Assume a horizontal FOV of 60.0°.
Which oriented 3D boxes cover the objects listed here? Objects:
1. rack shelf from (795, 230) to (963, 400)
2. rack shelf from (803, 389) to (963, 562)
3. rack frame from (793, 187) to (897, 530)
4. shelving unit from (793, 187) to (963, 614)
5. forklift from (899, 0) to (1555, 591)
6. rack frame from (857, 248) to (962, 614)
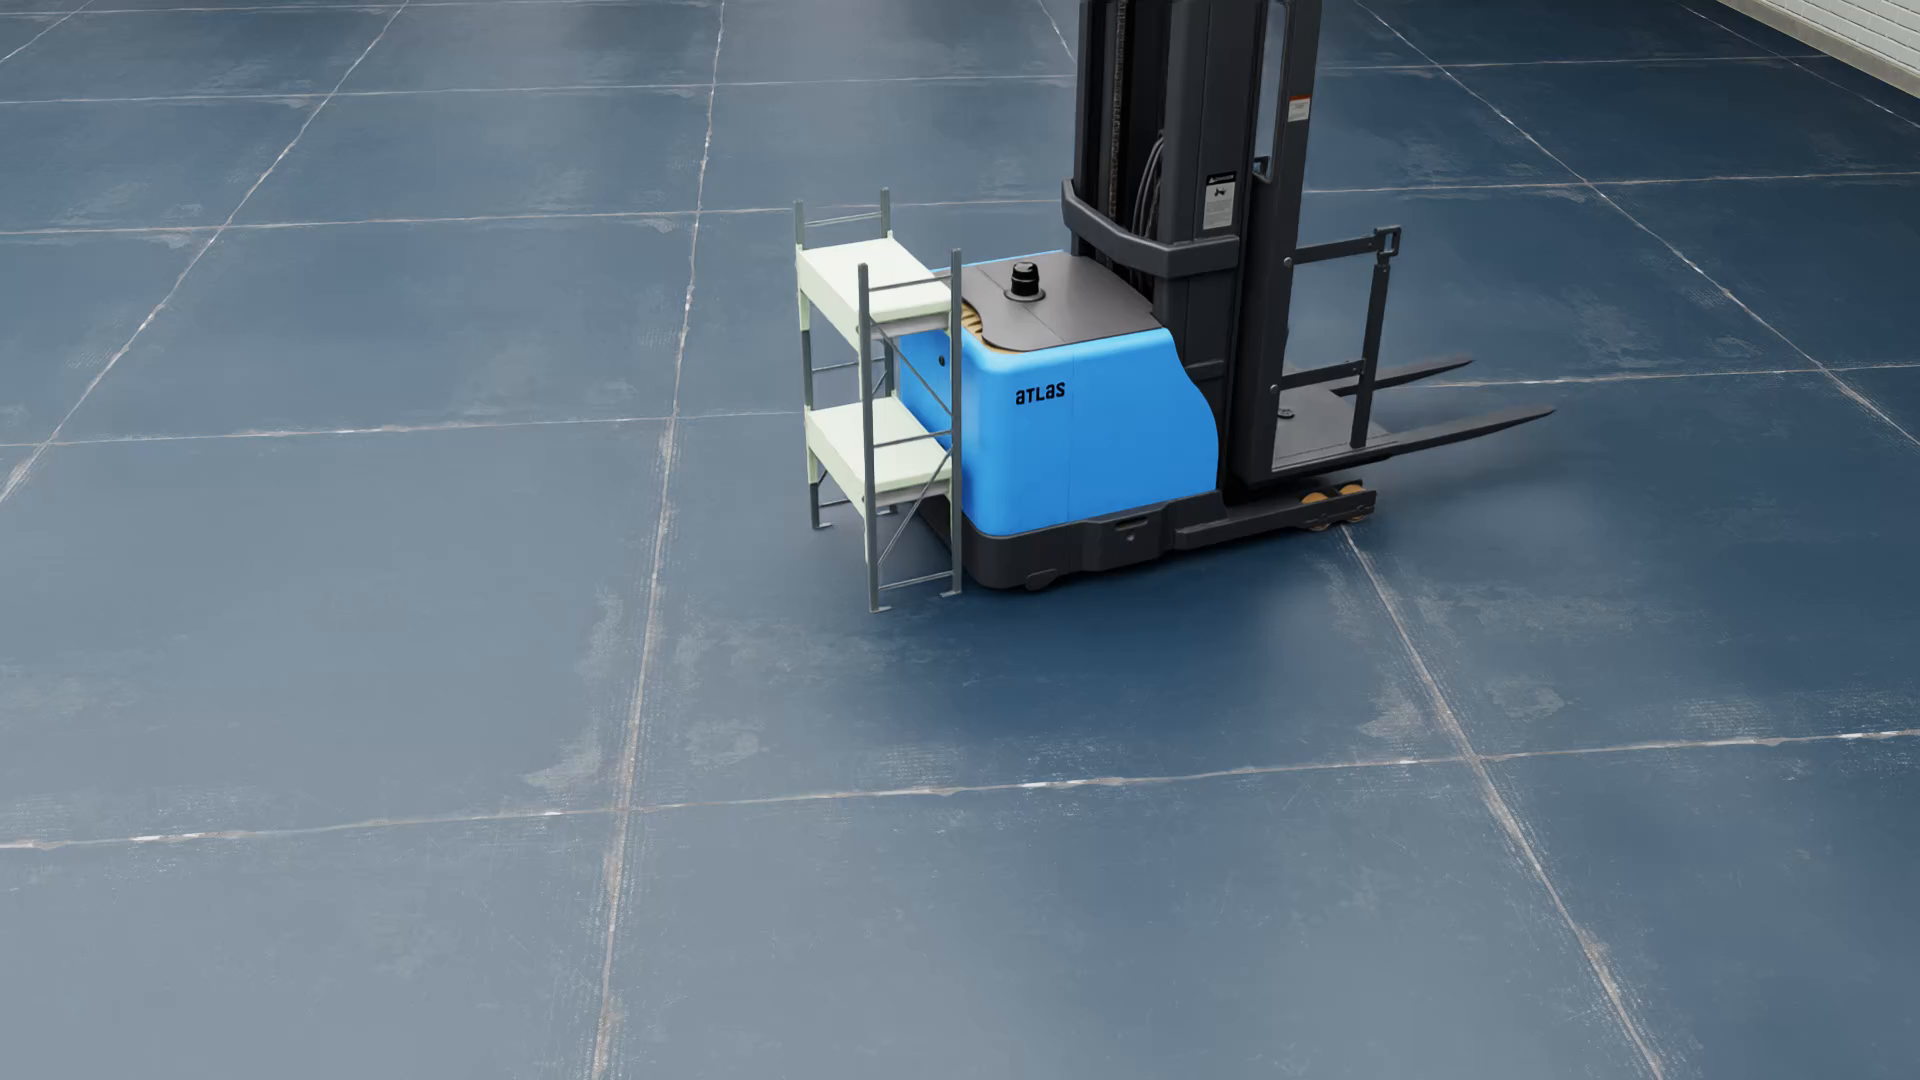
[{"bbox_3d":[-0.326,-0.895,6.524,0.431,0.370,0.720,-12,33,-20],"label":"rack shelf"},{"bbox_3d":[-0.325,-0.280,6.892,0.431,0.370,0.720,-12,33,-20],"label":"rack shelf"},{"bbox_3d":[-0.470,-0.732,7.013,0.400,1.500,0.023,-12,33,-20],"label":"rack frame"},{"bbox_3d":[-0.326,-0.560,6.724,0.431,1.500,0.755,-12,33,-20],"label":"shelving unit"},{"bbox_3d":[1.290,-1.534,6.959,3.031,2.935,1.130,-12,33,-20],"label":"forklift"},{"bbox_3d":[-0.182,-0.387,6.435,0.400,1.500,0.023,-12,33,-20],"label":"rack frame"}]
